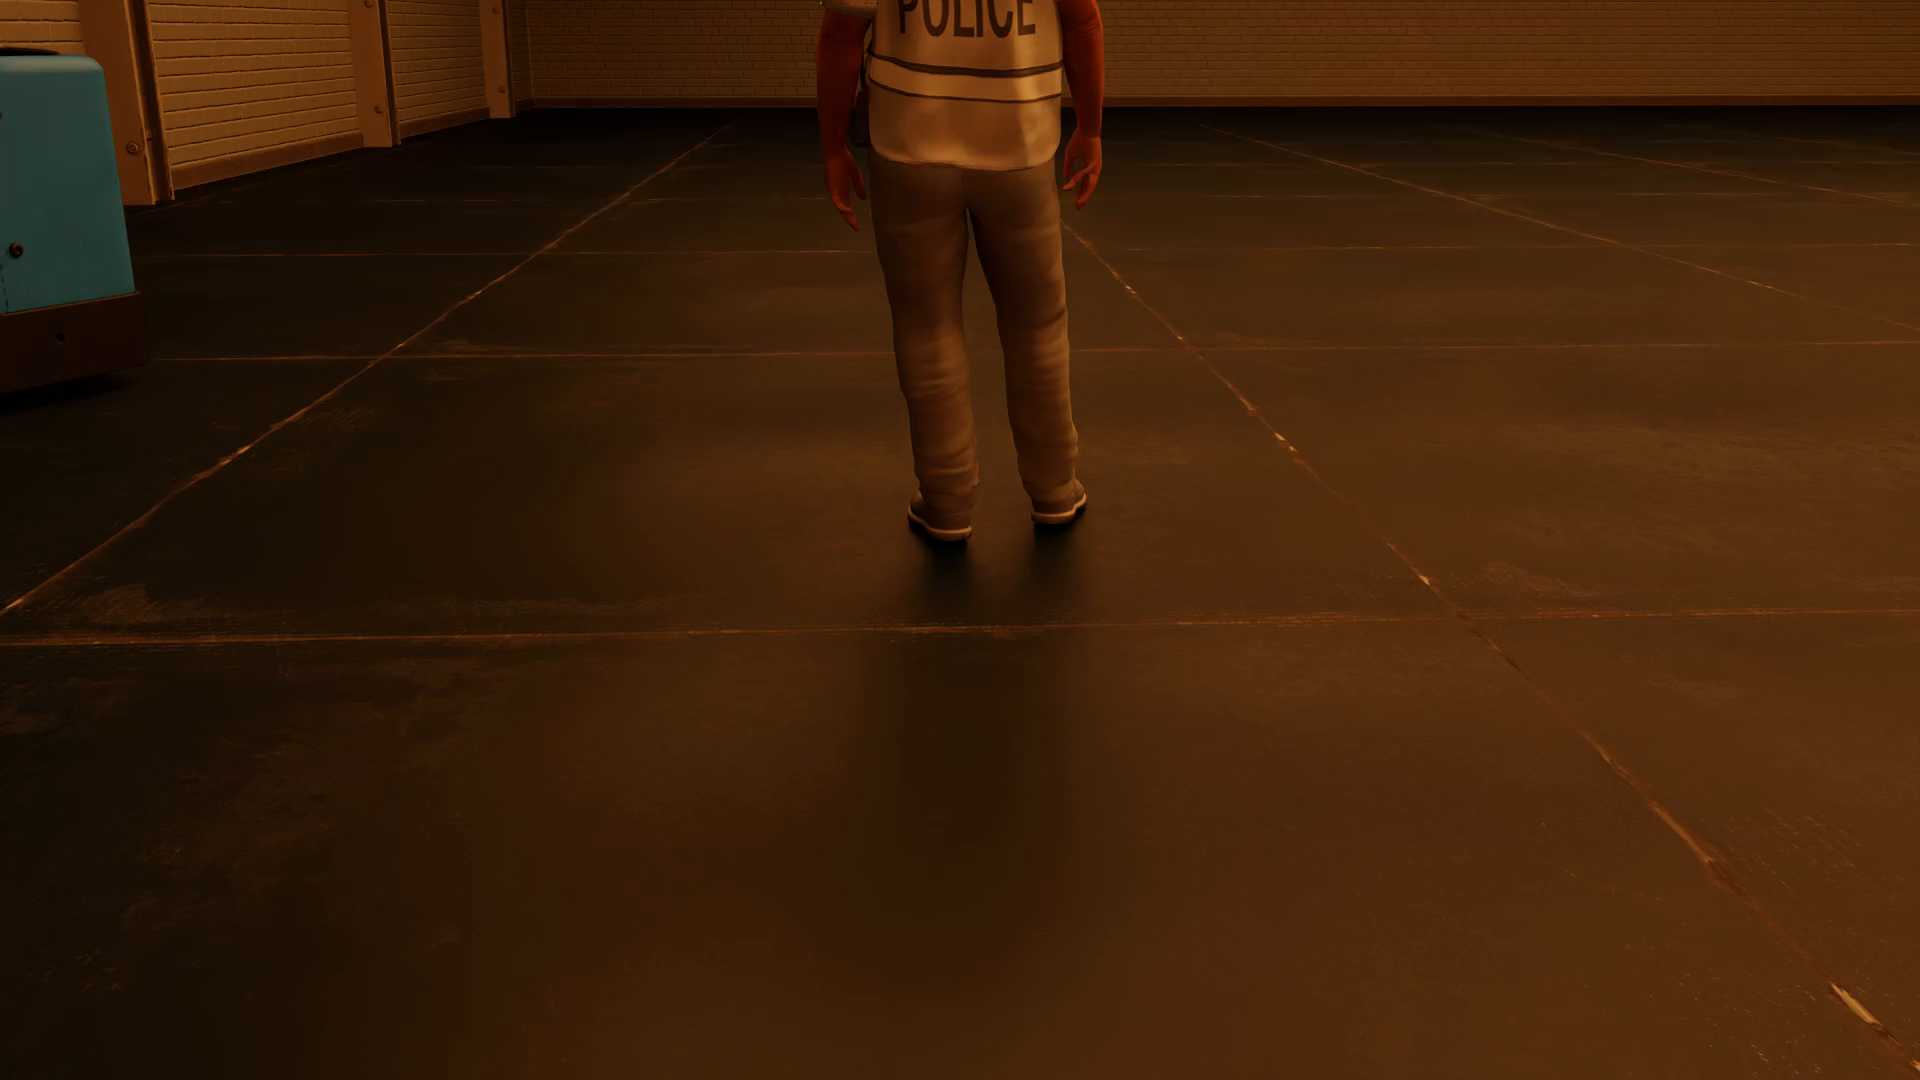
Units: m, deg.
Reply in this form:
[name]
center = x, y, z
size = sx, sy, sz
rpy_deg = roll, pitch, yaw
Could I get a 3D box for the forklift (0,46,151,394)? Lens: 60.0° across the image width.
[forklift]
center = -4.299, -1.996, 5.431
size = 3.031, 2.935, 1.130
rpy_deg = 8, 19, 24

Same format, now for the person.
[person]
center = 0.007, -0.883, 3.730
size = 0.641, 1.781, 0.574
rpy_deg = -1, 17, -3
